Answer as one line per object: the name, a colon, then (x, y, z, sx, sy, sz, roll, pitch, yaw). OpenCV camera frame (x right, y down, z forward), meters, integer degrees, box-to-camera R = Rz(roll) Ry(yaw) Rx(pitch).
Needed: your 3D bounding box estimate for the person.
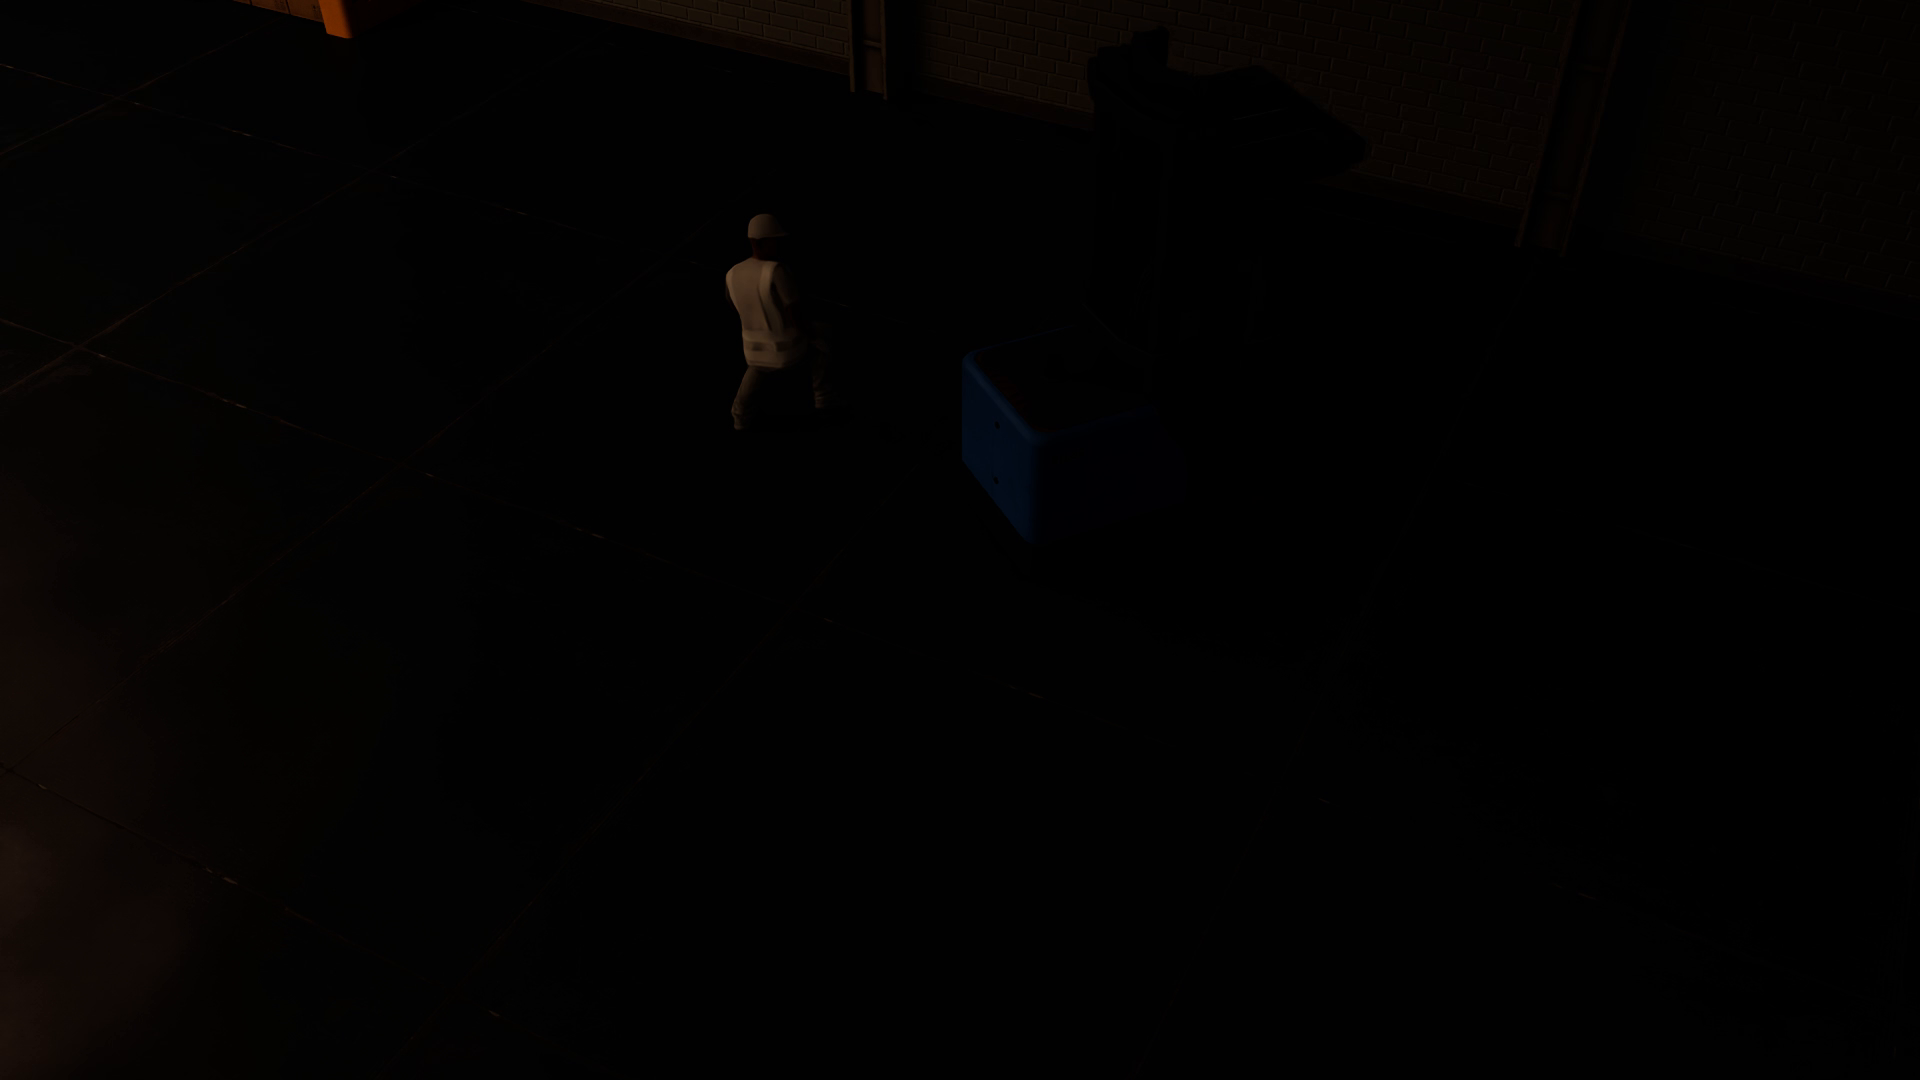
person: (-1.128, -1.366, 10.738, 0.832, 1.533, 0.707, 15, 42, 17)

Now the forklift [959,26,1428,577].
forklift: (1.555, -1.541, 9.816, 3.031, 2.935, 1.130, -17, 43, -19)
